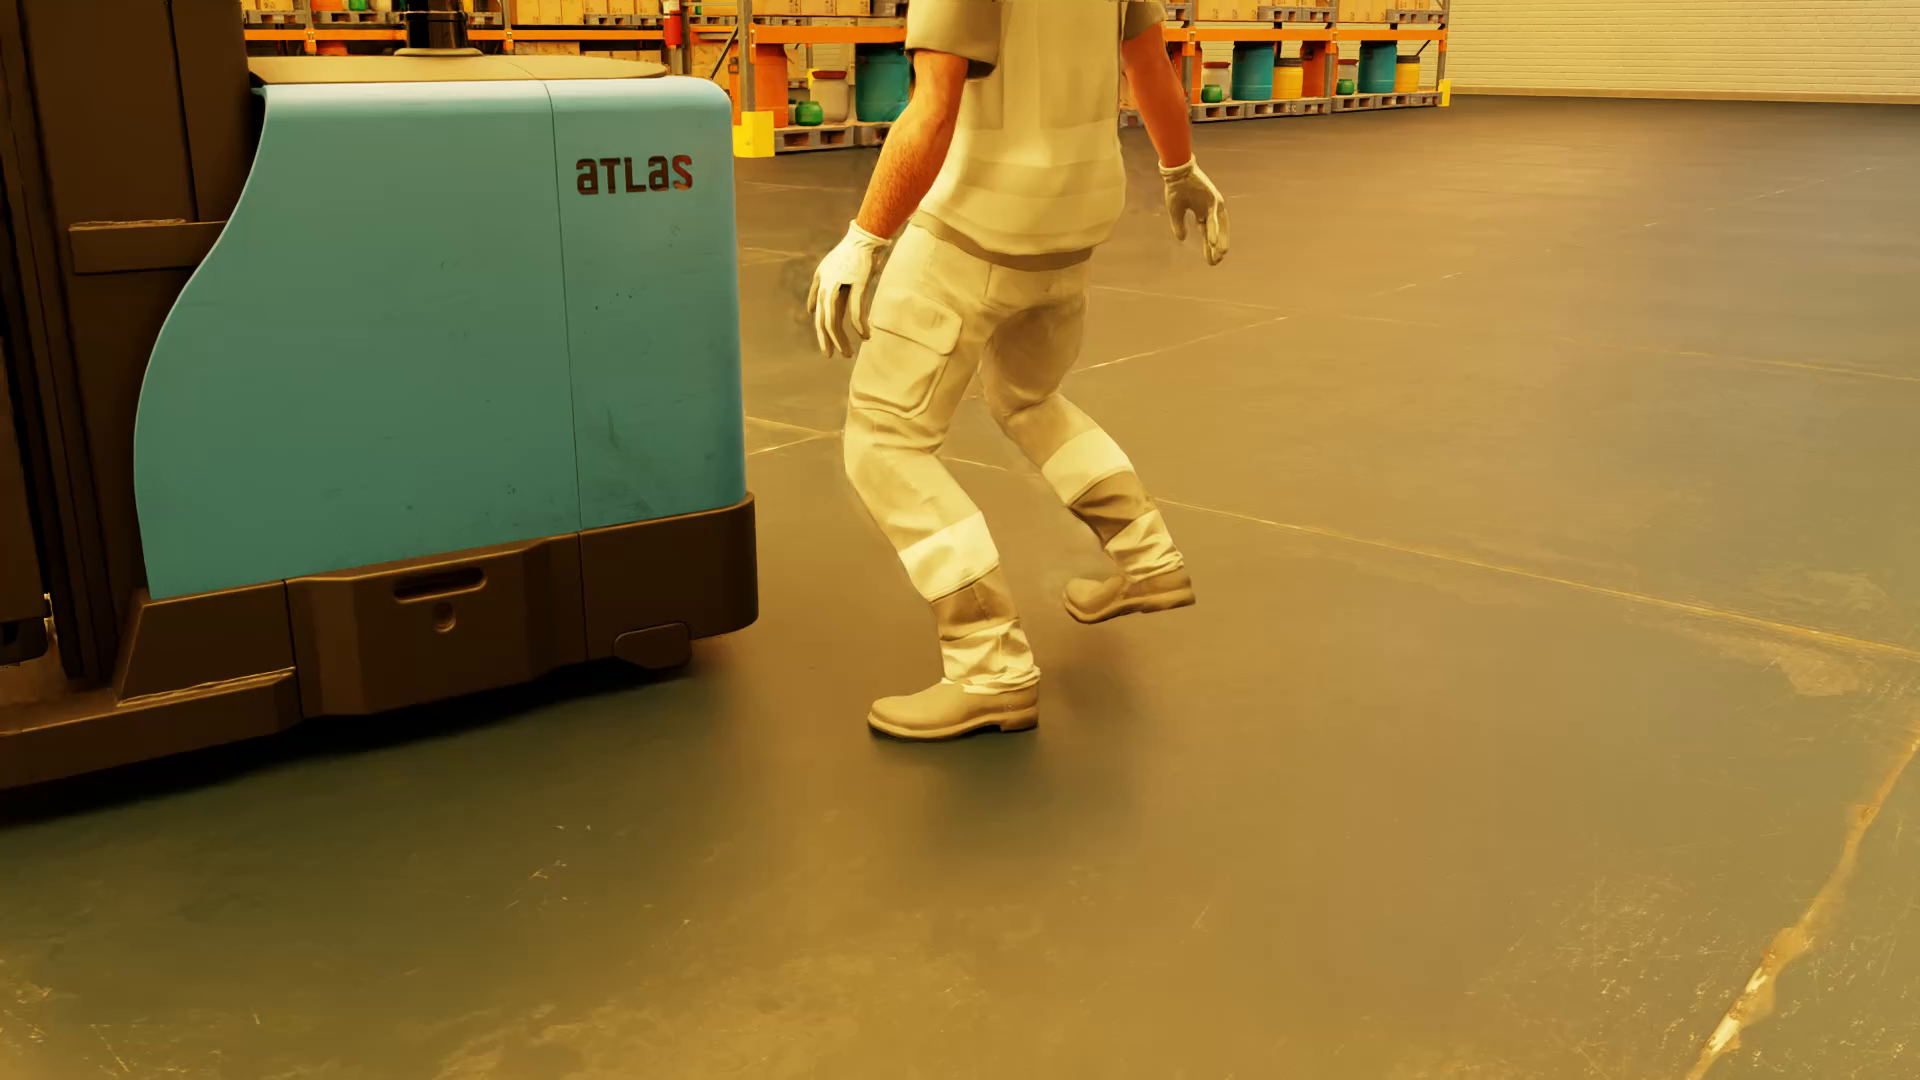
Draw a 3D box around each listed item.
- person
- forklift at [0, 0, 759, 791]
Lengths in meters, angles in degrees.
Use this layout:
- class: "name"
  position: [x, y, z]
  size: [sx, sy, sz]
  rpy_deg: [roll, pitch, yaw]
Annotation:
- class: "person"
  position: [0.124, -0.568, 2.914]
  size: [0.490, 1.692, 0.923]
  rpy_deg: [15, 22, 40]
- class: "forklift"
  position: [-1.904, -1.064, 2.401]
  size: [3.031, 2.935, 1.130]
  rpy_deg: [-11, 20, -31]
